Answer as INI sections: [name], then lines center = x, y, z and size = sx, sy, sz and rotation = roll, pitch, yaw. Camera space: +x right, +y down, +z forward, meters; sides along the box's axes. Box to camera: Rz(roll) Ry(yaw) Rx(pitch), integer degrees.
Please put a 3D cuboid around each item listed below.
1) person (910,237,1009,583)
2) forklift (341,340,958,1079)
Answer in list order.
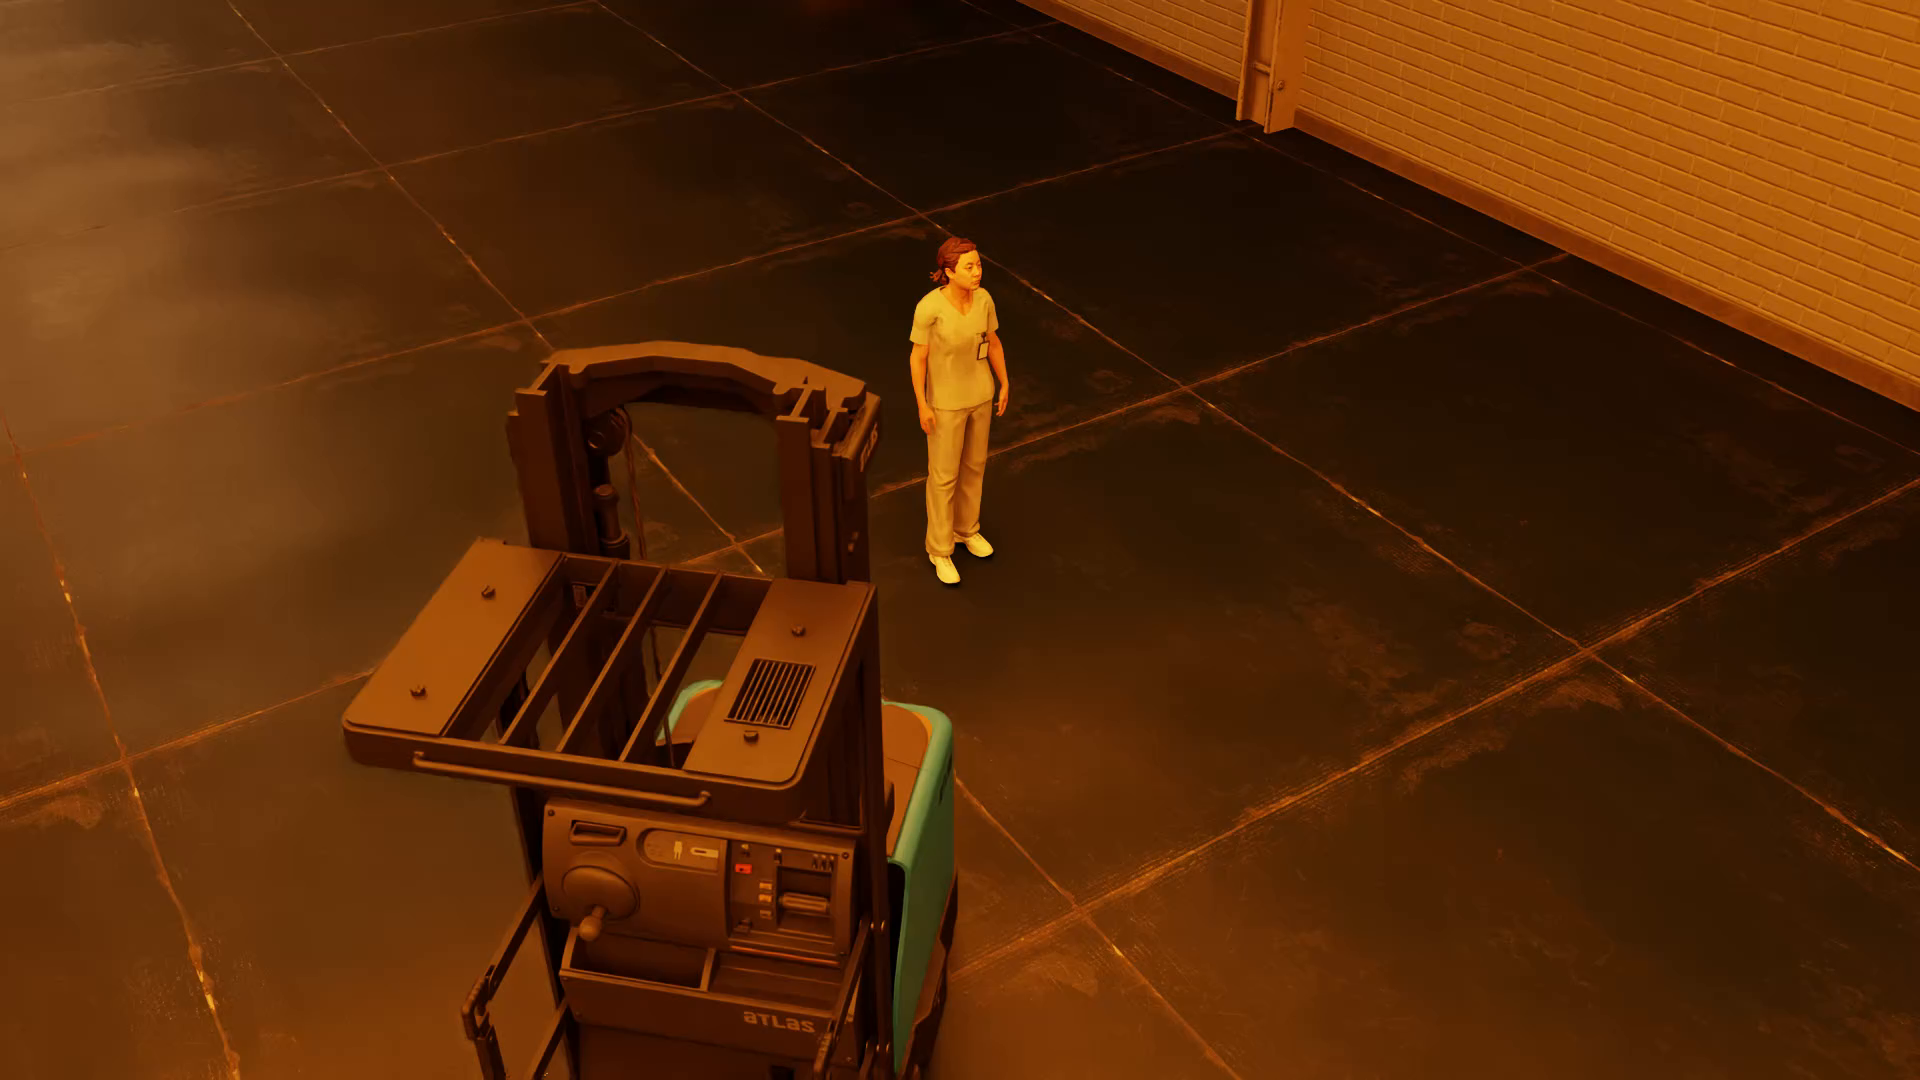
[person]
center = 0.029, -0.652, 8.155
size = 0.550, 1.675, 0.549
rotation = -21, 40, -27
[forklift]
center = -0.799, 1.062, 4.636
size = 1.130, 2.935, 3.031
rotation = 6, 36, 9
